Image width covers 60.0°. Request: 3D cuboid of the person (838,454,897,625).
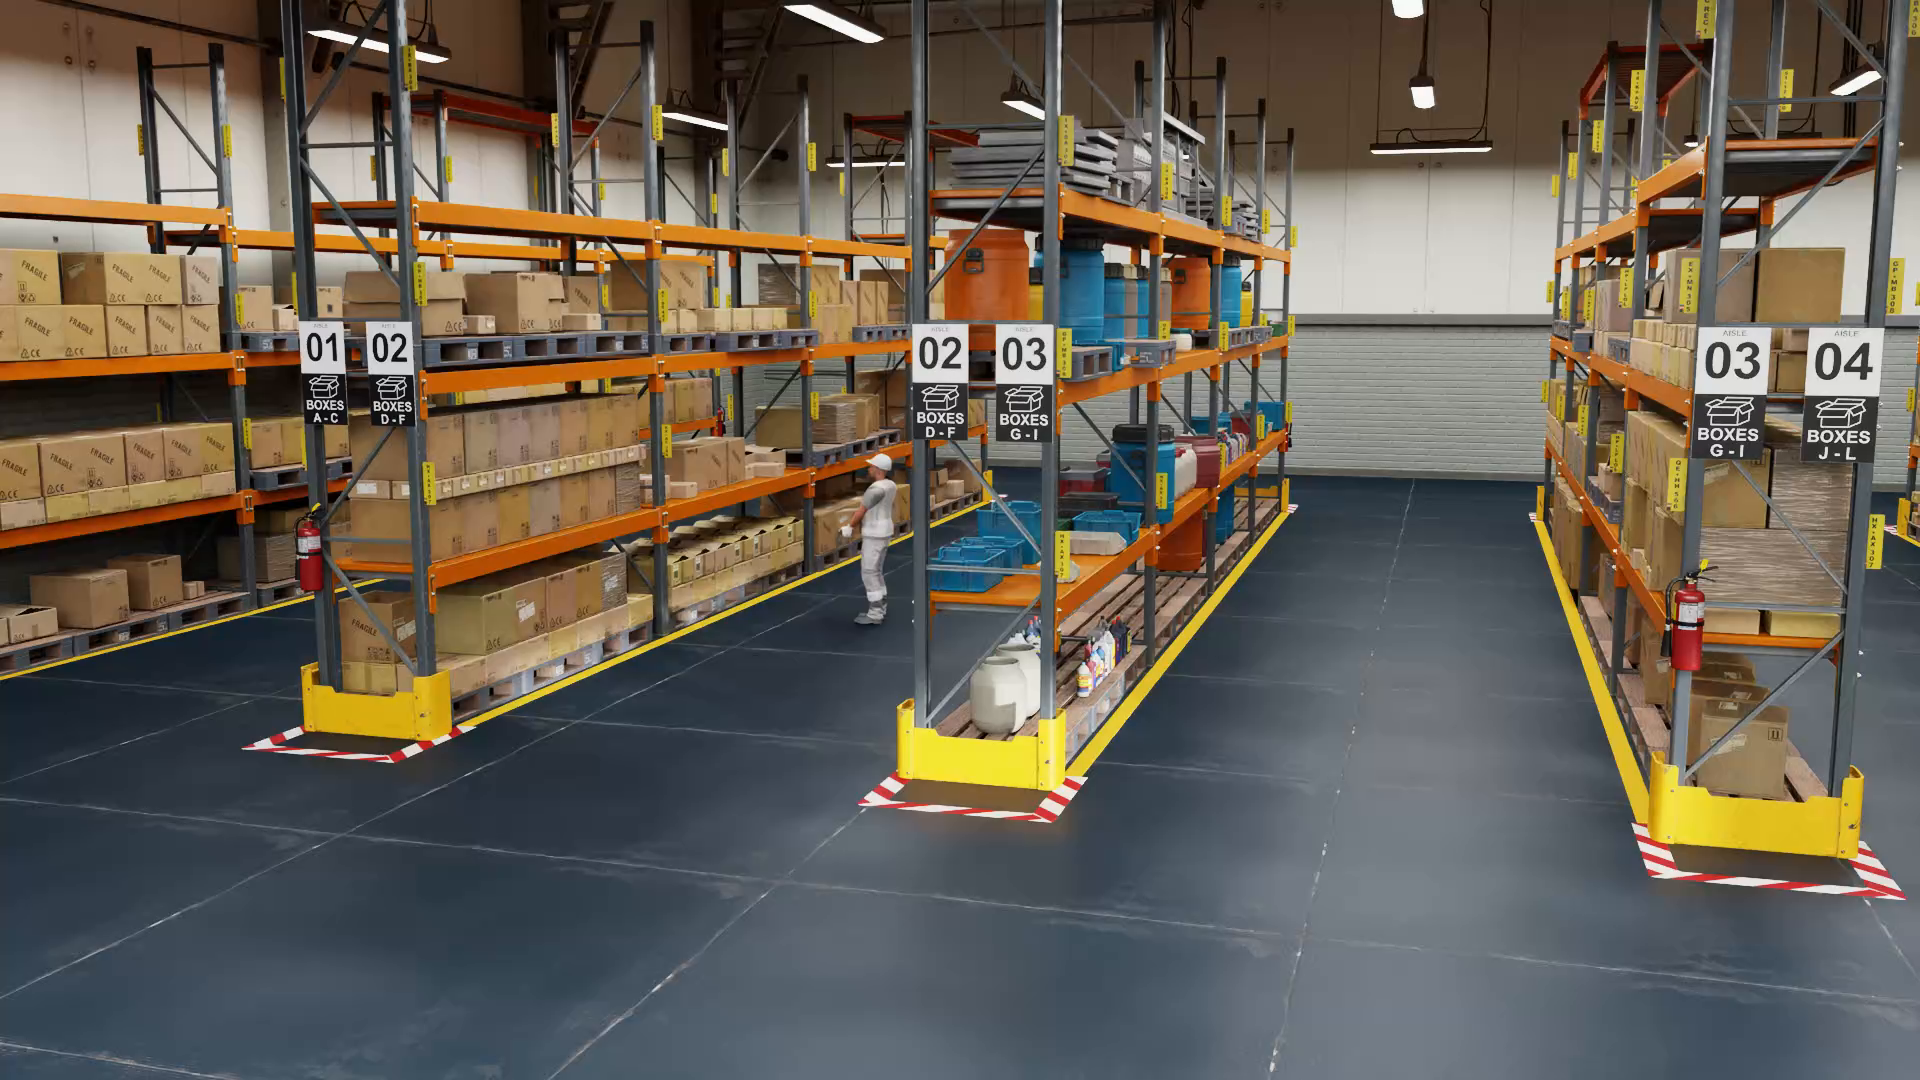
[{"bbox_3d":[-0.971,-0.019,17.402,0.560,1.782,0.493,3,9,17],"label":"person"}]
